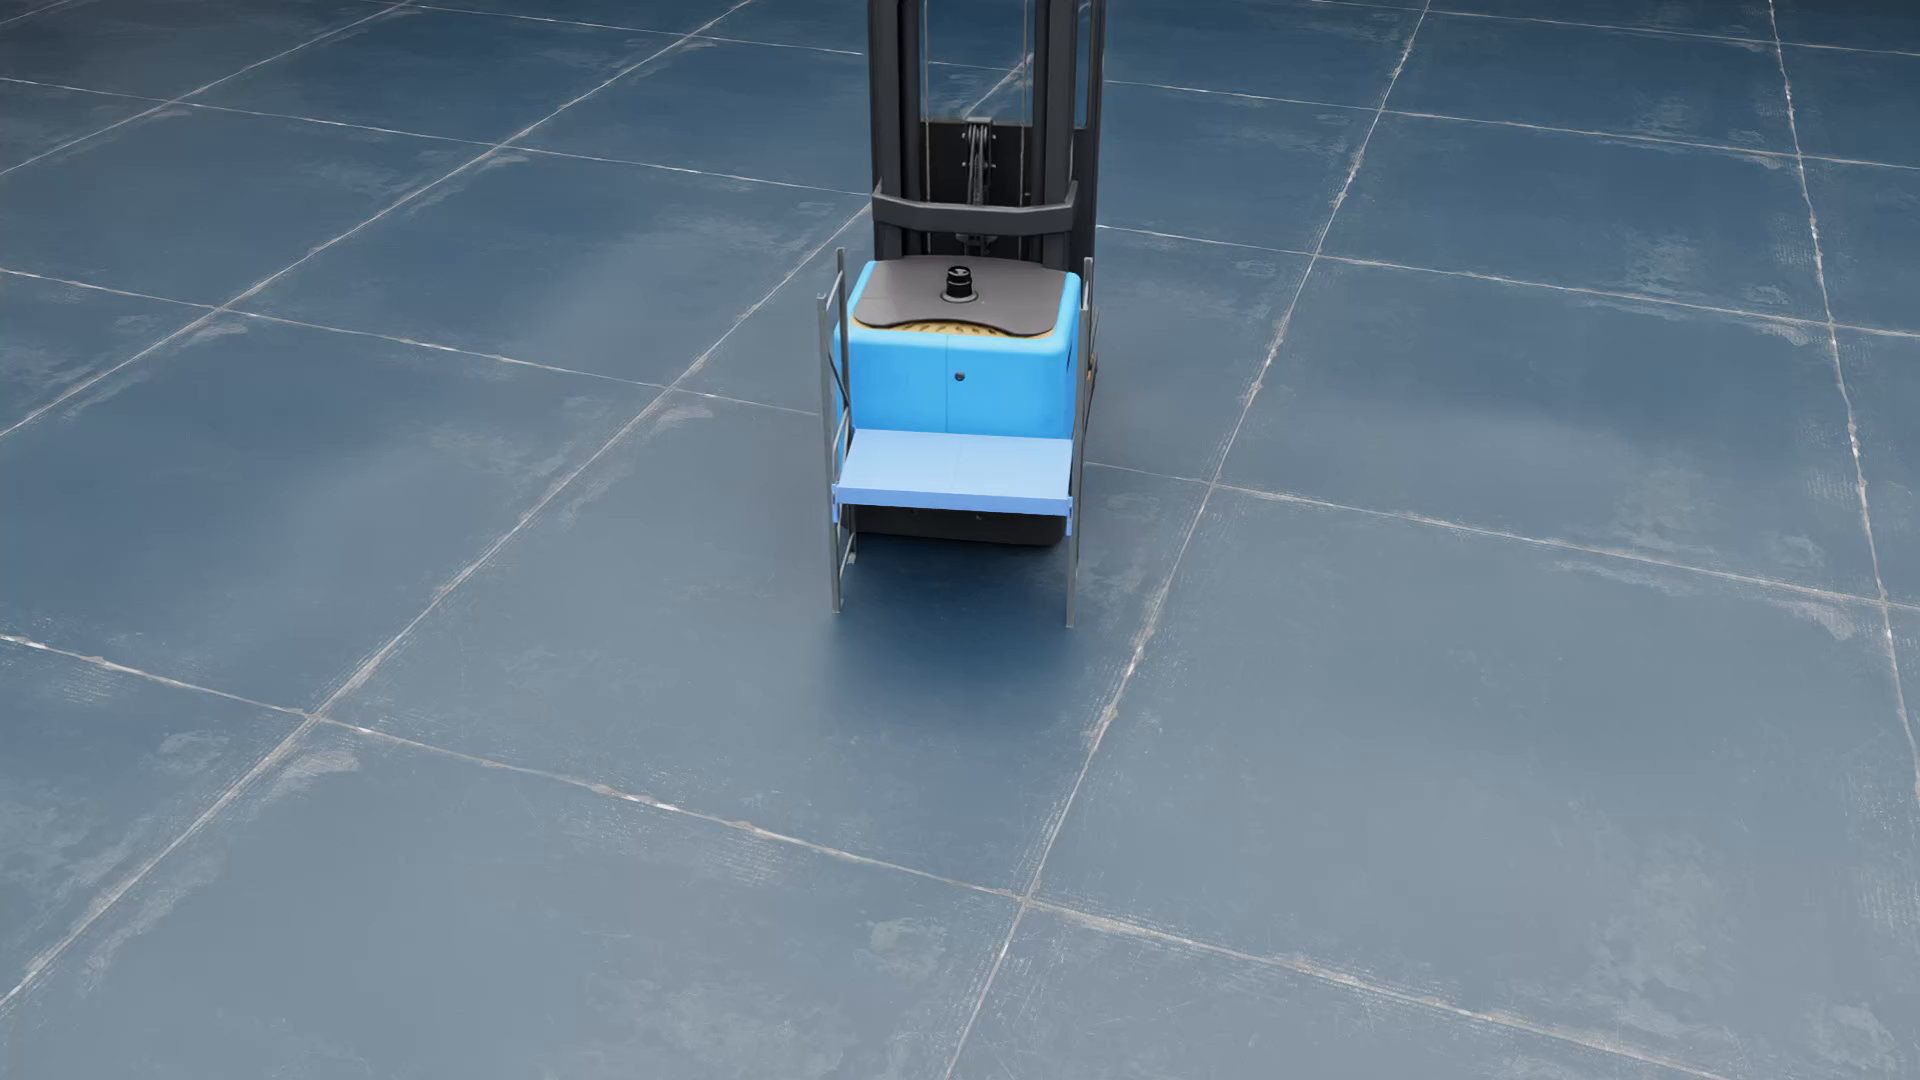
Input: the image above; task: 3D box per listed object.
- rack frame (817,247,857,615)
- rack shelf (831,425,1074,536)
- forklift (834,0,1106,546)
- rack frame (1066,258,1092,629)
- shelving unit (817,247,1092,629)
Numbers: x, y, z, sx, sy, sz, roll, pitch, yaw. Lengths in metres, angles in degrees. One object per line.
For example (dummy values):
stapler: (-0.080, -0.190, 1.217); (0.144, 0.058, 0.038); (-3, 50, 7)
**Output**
rack frame: (-0.514, -0.441, 7.050); (0.032, 1.500, 0.500); (3, 33, 5)
rack shelf: (-0.009, -0.261, 7.103); (1.000, 0.185, 0.538); (3, 33, 5)
forklift: (0.154, -1.989, 8.129); (1.130, 2.935, 3.031); (4, 33, 7)
rack frame: (0.497, -0.383, 6.960); (0.032, 1.500, 0.500); (3, 33, 5)
shelving unit: (-0.009, -0.412, 7.005); (1.048, 1.500, 0.538); (3, 33, 5)
